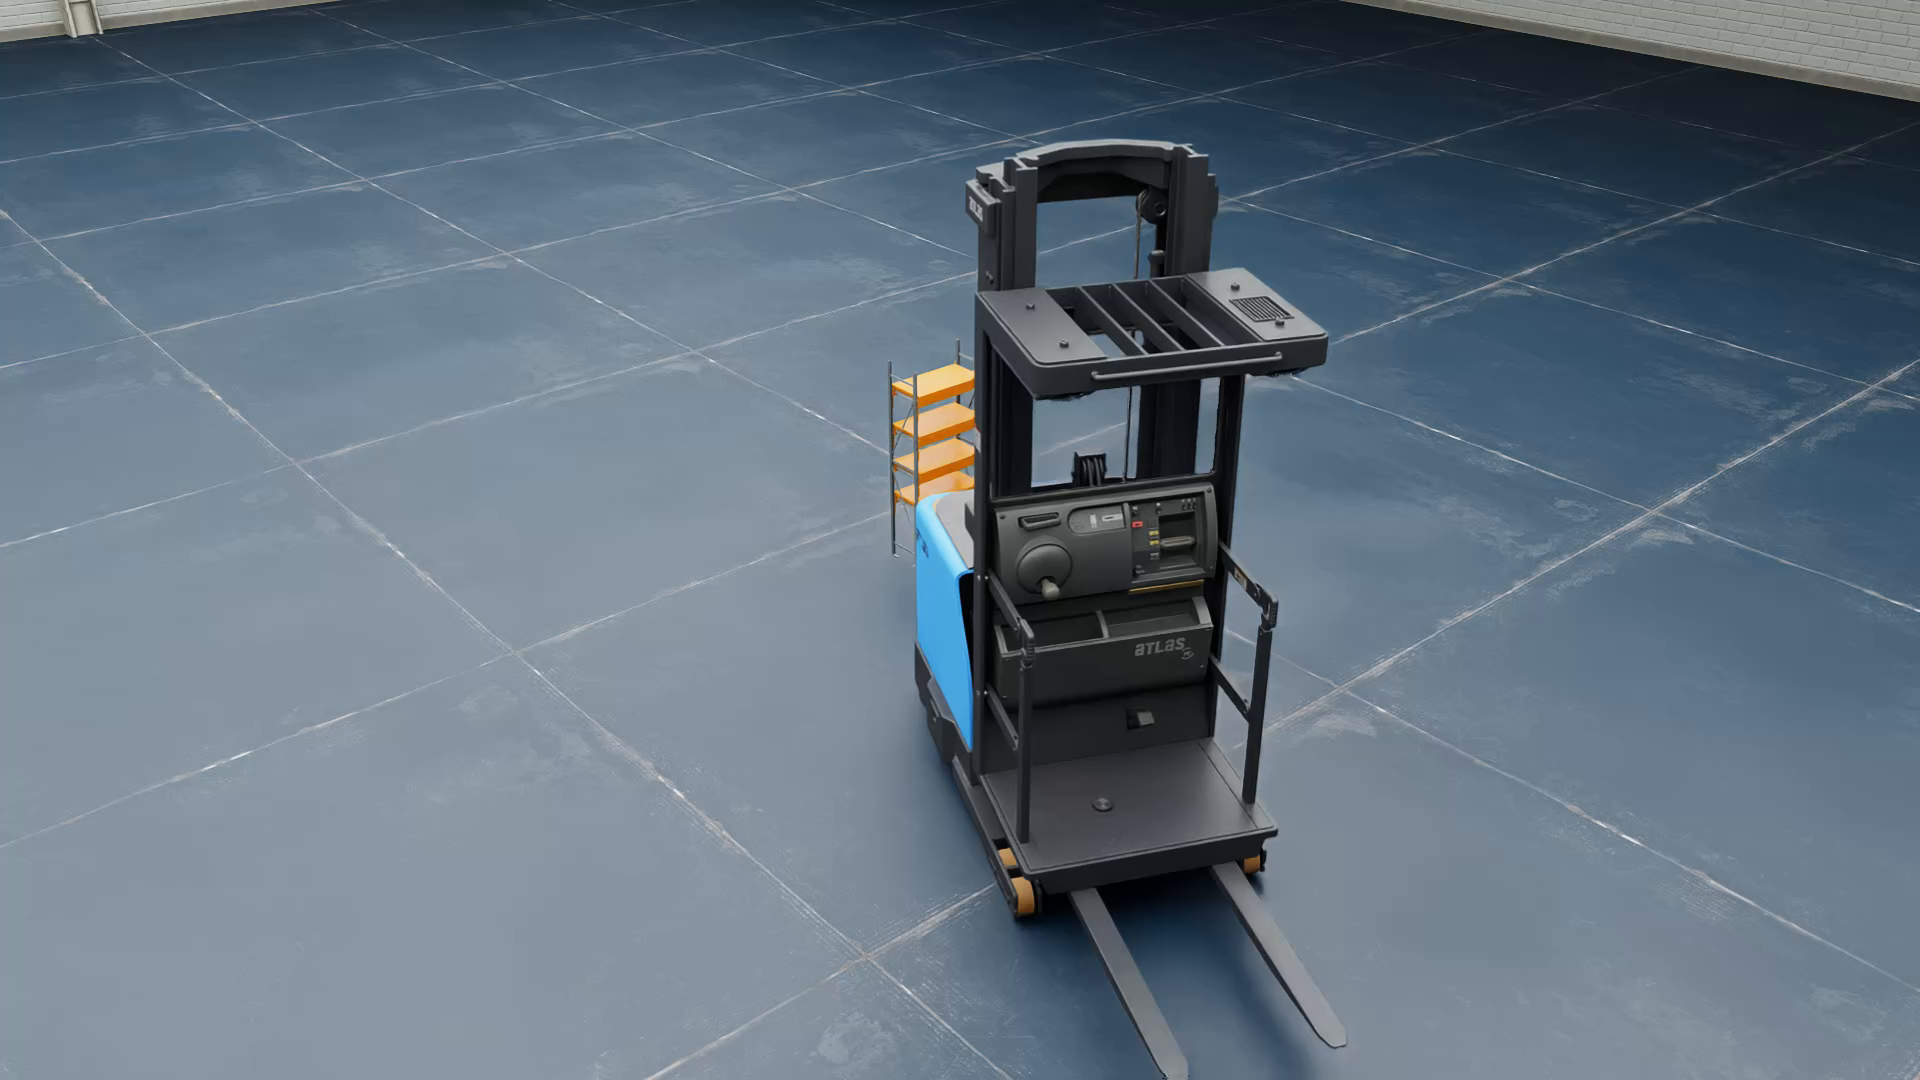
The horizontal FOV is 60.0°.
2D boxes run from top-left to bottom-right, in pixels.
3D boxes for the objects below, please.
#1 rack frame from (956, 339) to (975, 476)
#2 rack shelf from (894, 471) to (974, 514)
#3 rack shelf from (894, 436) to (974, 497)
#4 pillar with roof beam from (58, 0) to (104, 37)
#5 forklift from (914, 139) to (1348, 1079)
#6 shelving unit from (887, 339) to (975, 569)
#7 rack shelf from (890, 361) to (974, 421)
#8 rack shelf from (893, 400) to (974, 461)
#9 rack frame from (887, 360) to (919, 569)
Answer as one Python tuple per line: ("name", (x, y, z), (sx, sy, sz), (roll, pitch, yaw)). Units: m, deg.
("rack frame", (0.060, -0.553, 9.512), (0.015, 1.200, 0.240), (-22, 35, -35))
("rack shelf", (-0.126, -0.244, 9.498), (0.480, 0.148, 0.258), (-22, 35, -35))
("rack shelf", (-0.126, -0.419, 9.404), (0.480, 0.148, 0.258), (-22, 35, -35))
("pillar with roof beam", (-9.131, -9.324, 17.649), (0.400, 9.000, 9.100), (-22, 35, -35))
("forklift", (0.658, 0.053, 6.541), (1.130, 2.935, 3.031), (-7, 29, -14))
("shelving unit", (-0.126, -0.479, 9.372), (0.503, 1.200, 0.258), (-22, 35, -35))
("rack shelf", (-0.126, -0.825, 9.187), (0.480, 0.148, 0.258), (-22, 35, -35))
("rack shelf", (-0.126, -0.616, 9.299), (0.480, 0.148, 0.258), (-22, 35, -35))
("rack frame", (-0.312, -0.404, 9.233), (0.015, 1.200, 0.240), (-22, 35, -35))
